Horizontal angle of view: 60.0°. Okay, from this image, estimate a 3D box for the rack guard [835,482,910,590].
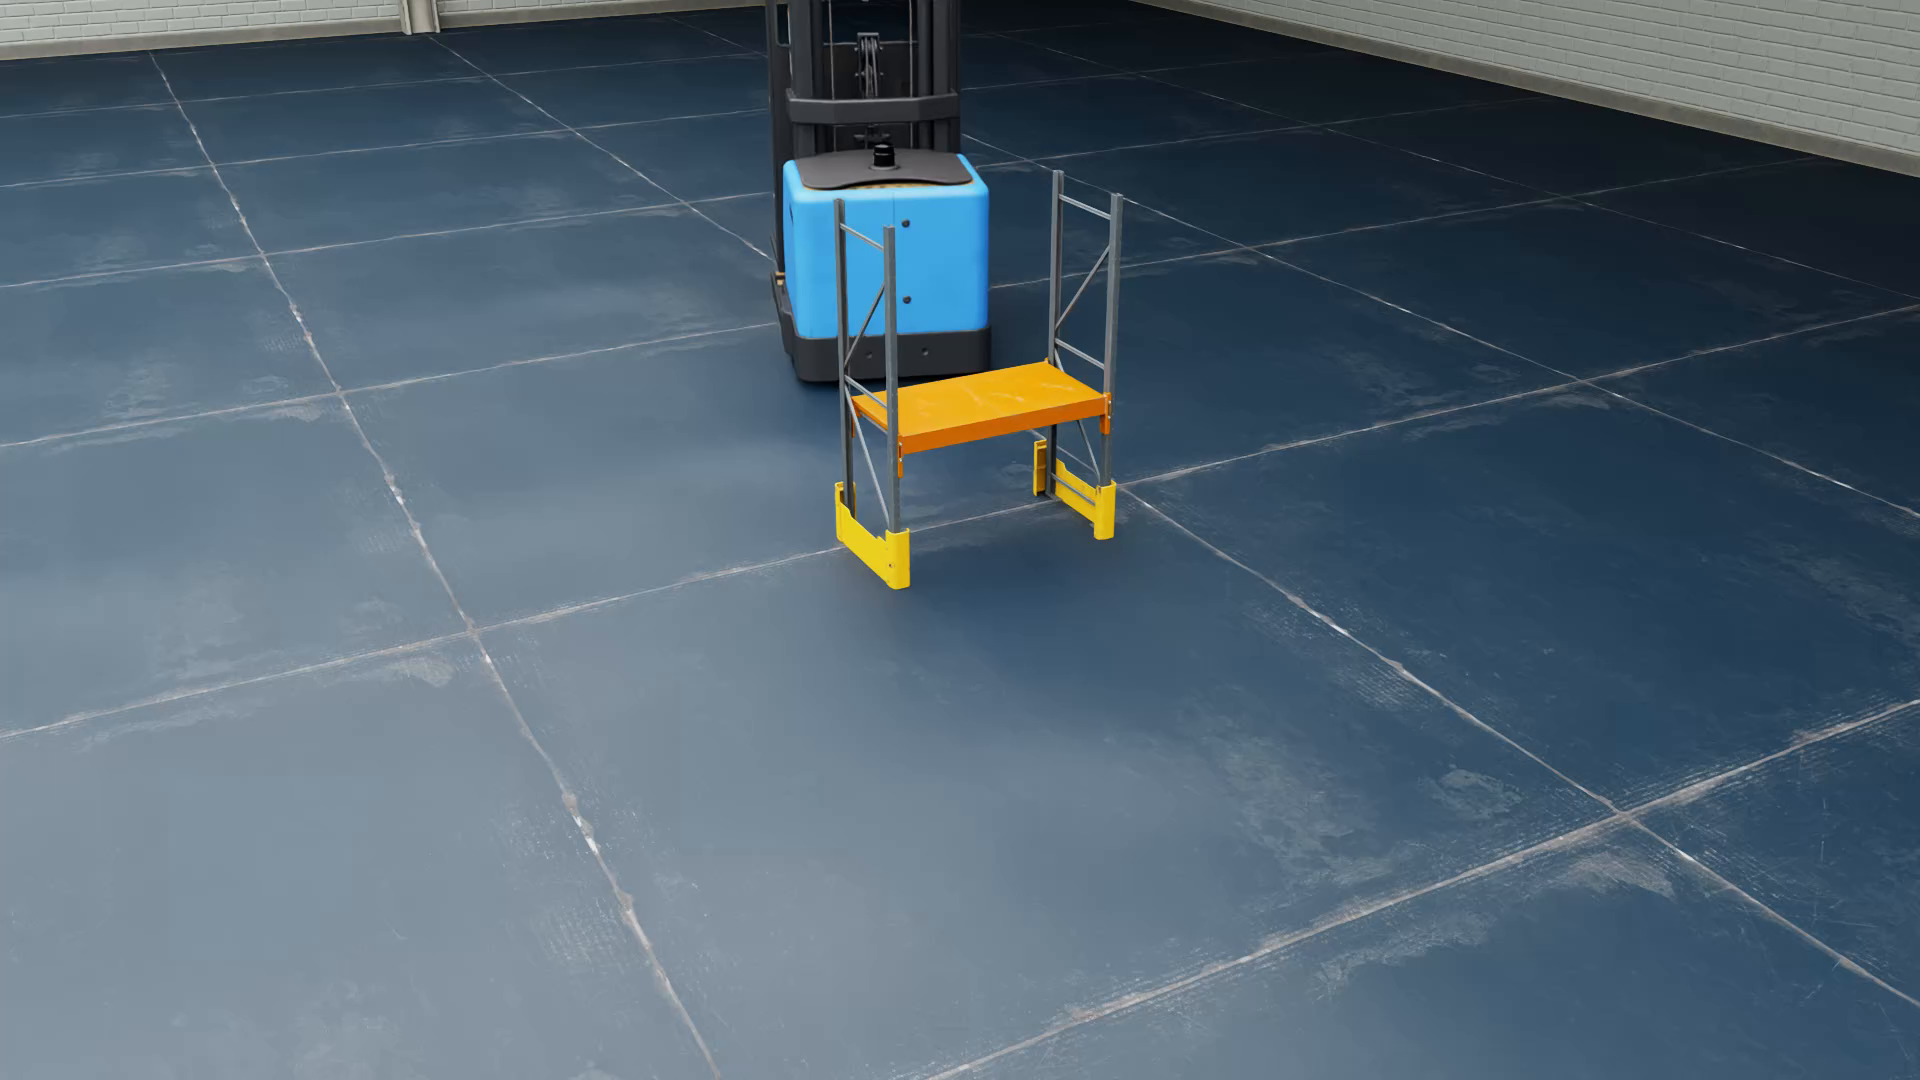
[{"bbox_3d":[-0.372,-0.027,7.017,0.087,0.250,0.587,-13,29,-25],"label":"rack guard"}]

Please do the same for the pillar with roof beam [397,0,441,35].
[{"bbox_3d":[-4.444,-8.517,14.592,0.400,9.000,9.100,-13,29,-25],"label":"pillar with roof beam"}]

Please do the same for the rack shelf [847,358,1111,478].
[{"bbox_3d":[0.075,-0.531,7.039,1.000,0.185,0.538,-13,29,-25],"label":"rack shelf"}]

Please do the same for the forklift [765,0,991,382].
[{"bbox_3d":[-0.582,-2.774,9.640,1.130,2.935,3.031,-4,26,-8],"label":"forklift"}]

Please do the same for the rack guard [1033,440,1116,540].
[{"bbox_3d":[0.507,-0.230,7.439,0.087,0.250,0.587,-13,29,-25],"label":"rack guard"}]

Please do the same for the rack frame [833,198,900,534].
[{"bbox_3d":[-0.373,-0.590,6.746,0.032,1.500,0.500,-13,29,-25],"label":"rack frame"}]

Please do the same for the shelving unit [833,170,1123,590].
[{"bbox_3d":[0.067,-0.692,6.958,1.083,1.500,0.587,-13,29,-25],"label":"shelving unit"}]

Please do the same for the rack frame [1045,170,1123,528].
[{"bbox_3d":[0.524,-0.797,7.177,0.032,1.500,0.500,-13,29,-25],"label":"rack frame"}]
